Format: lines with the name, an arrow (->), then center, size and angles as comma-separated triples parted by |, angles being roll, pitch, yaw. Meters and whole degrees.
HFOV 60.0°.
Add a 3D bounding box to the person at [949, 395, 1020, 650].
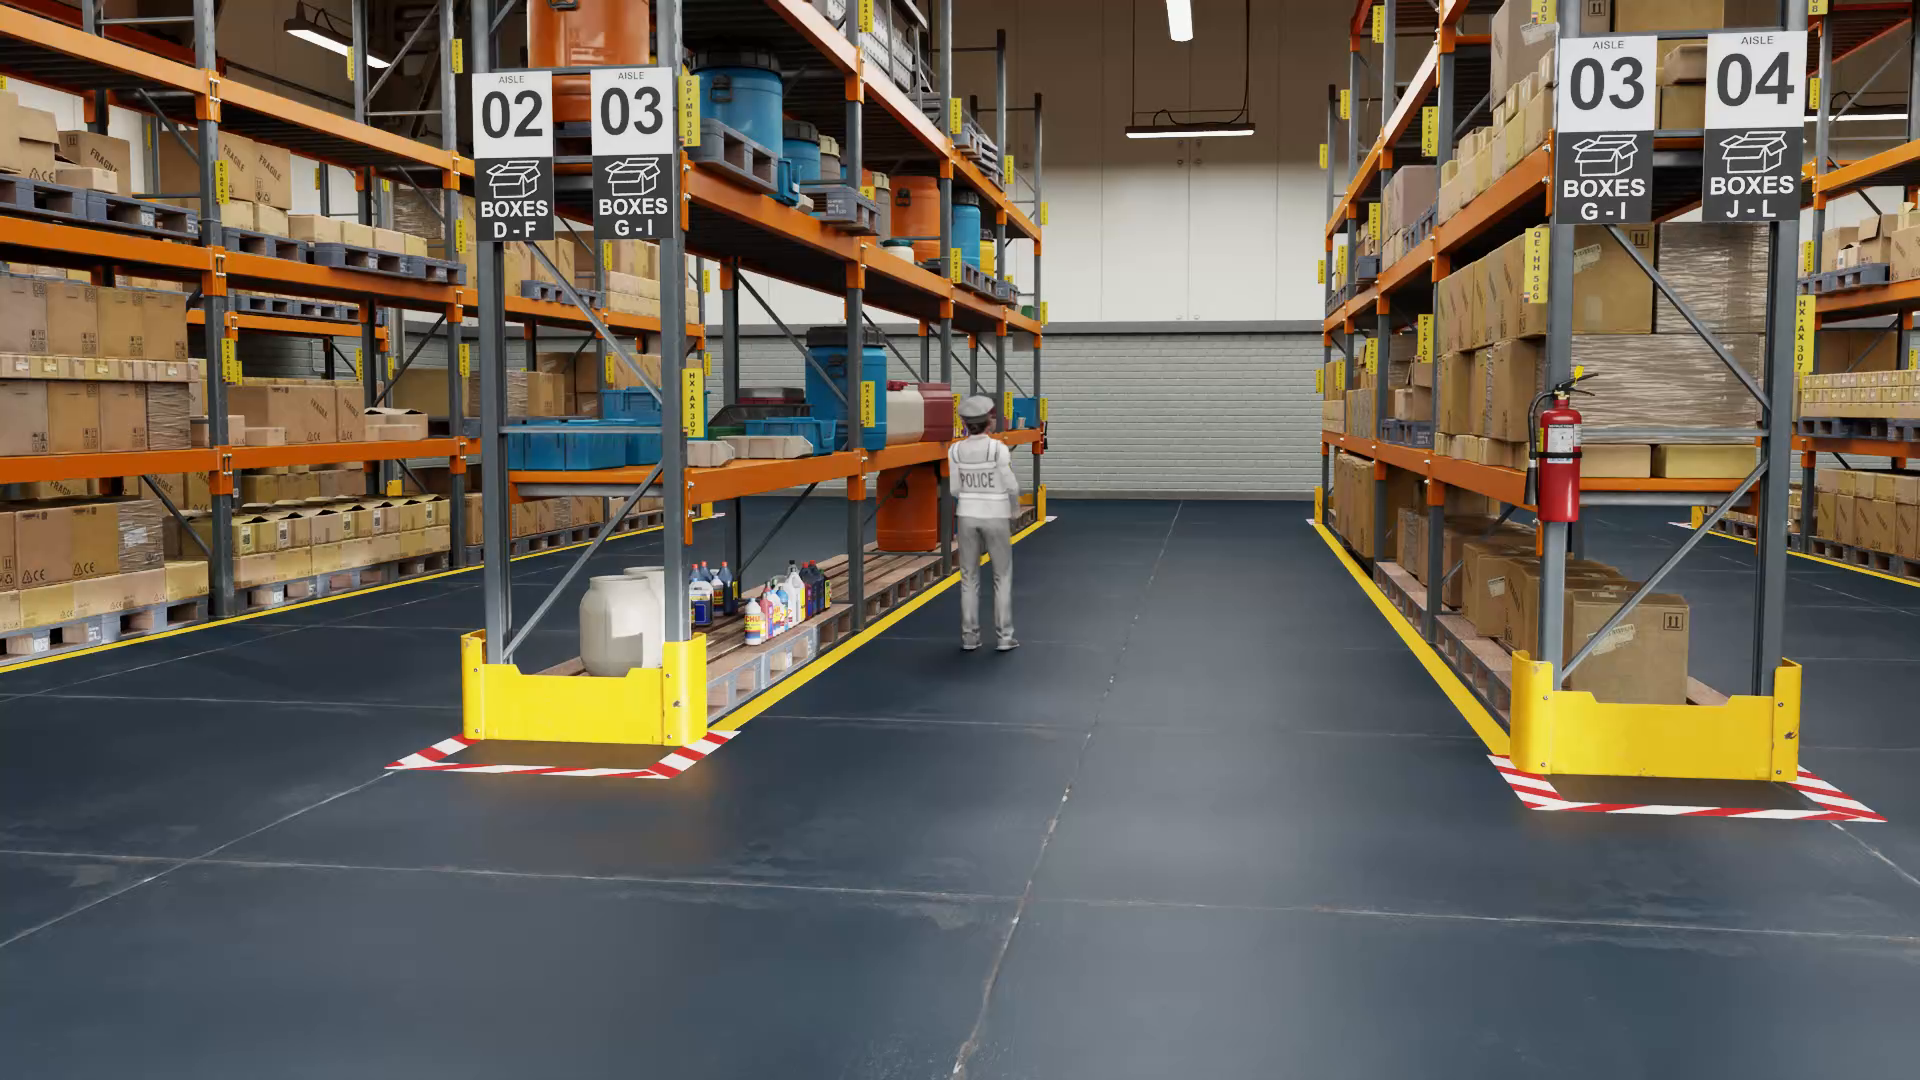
person -> 0.171, -0.118, 11.133 | 0.468, 1.699, 0.548 | 2, 5, 21
